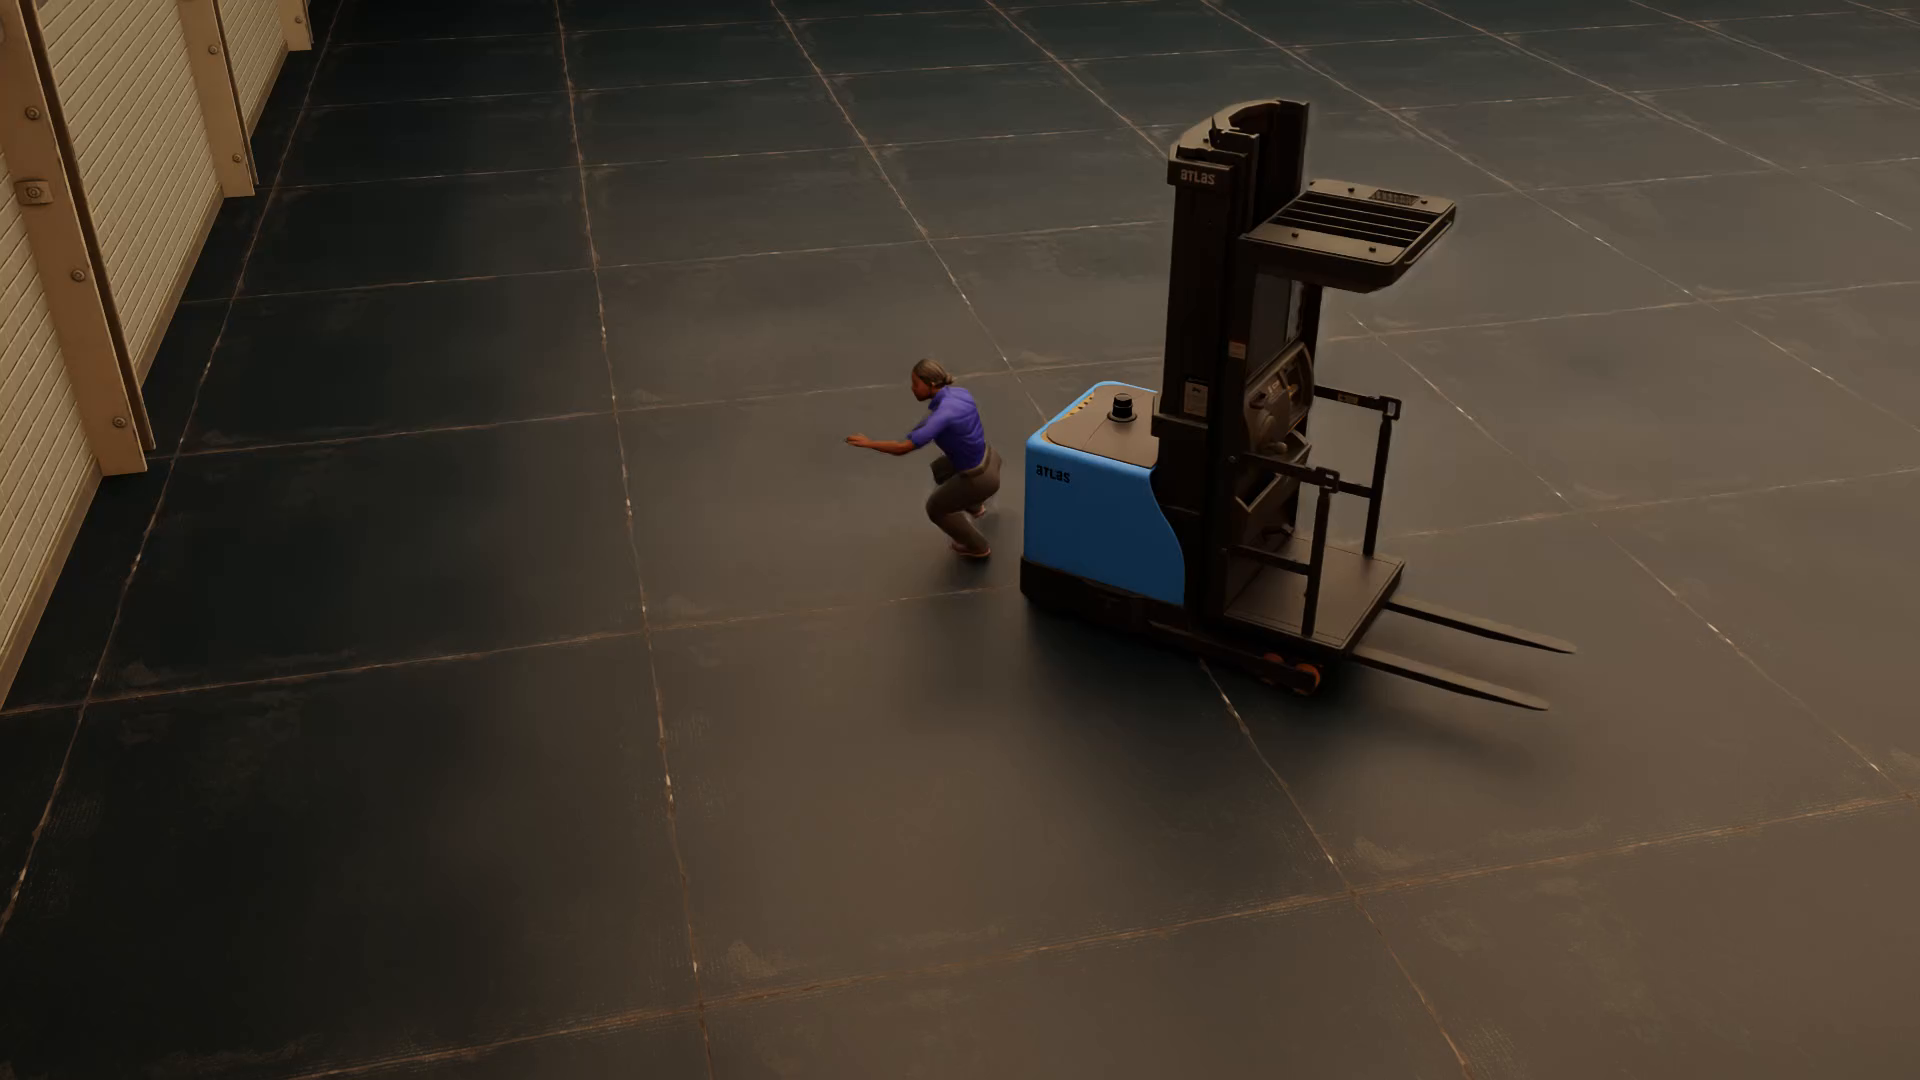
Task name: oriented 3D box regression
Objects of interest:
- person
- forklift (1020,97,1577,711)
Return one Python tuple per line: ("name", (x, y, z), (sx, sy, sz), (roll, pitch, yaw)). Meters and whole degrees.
("person", (-0.163, -0.504, 9.982), (0.878, 1.417, 1.095), (5, 30, 9))
("forklift", (1.886, -0.733, 8.841), (3.031, 2.935, 1.130), (17, 34, 26))
